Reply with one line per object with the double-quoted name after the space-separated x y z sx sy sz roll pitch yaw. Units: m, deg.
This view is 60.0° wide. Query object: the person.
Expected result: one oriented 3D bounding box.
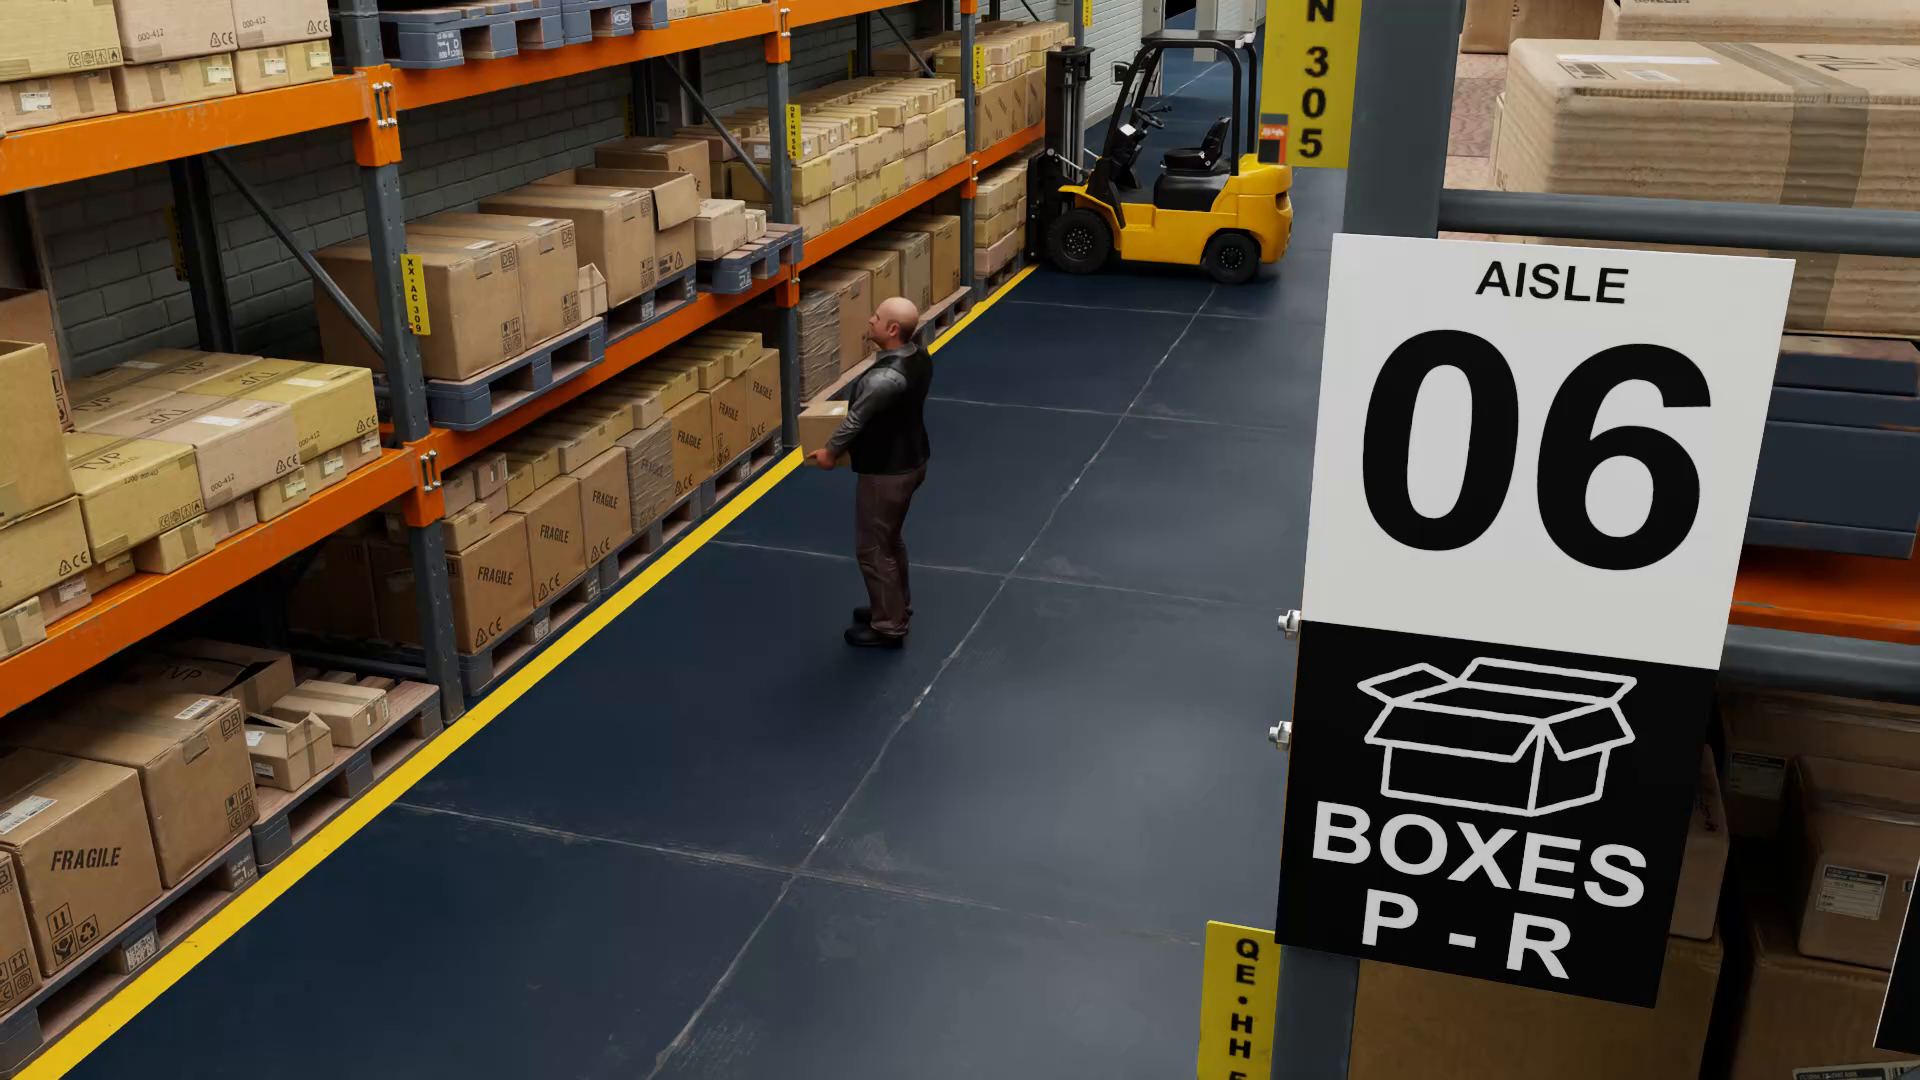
-0.433 -0.332 7.964 0.560 1.711 0.494 7 23 16 "person"
